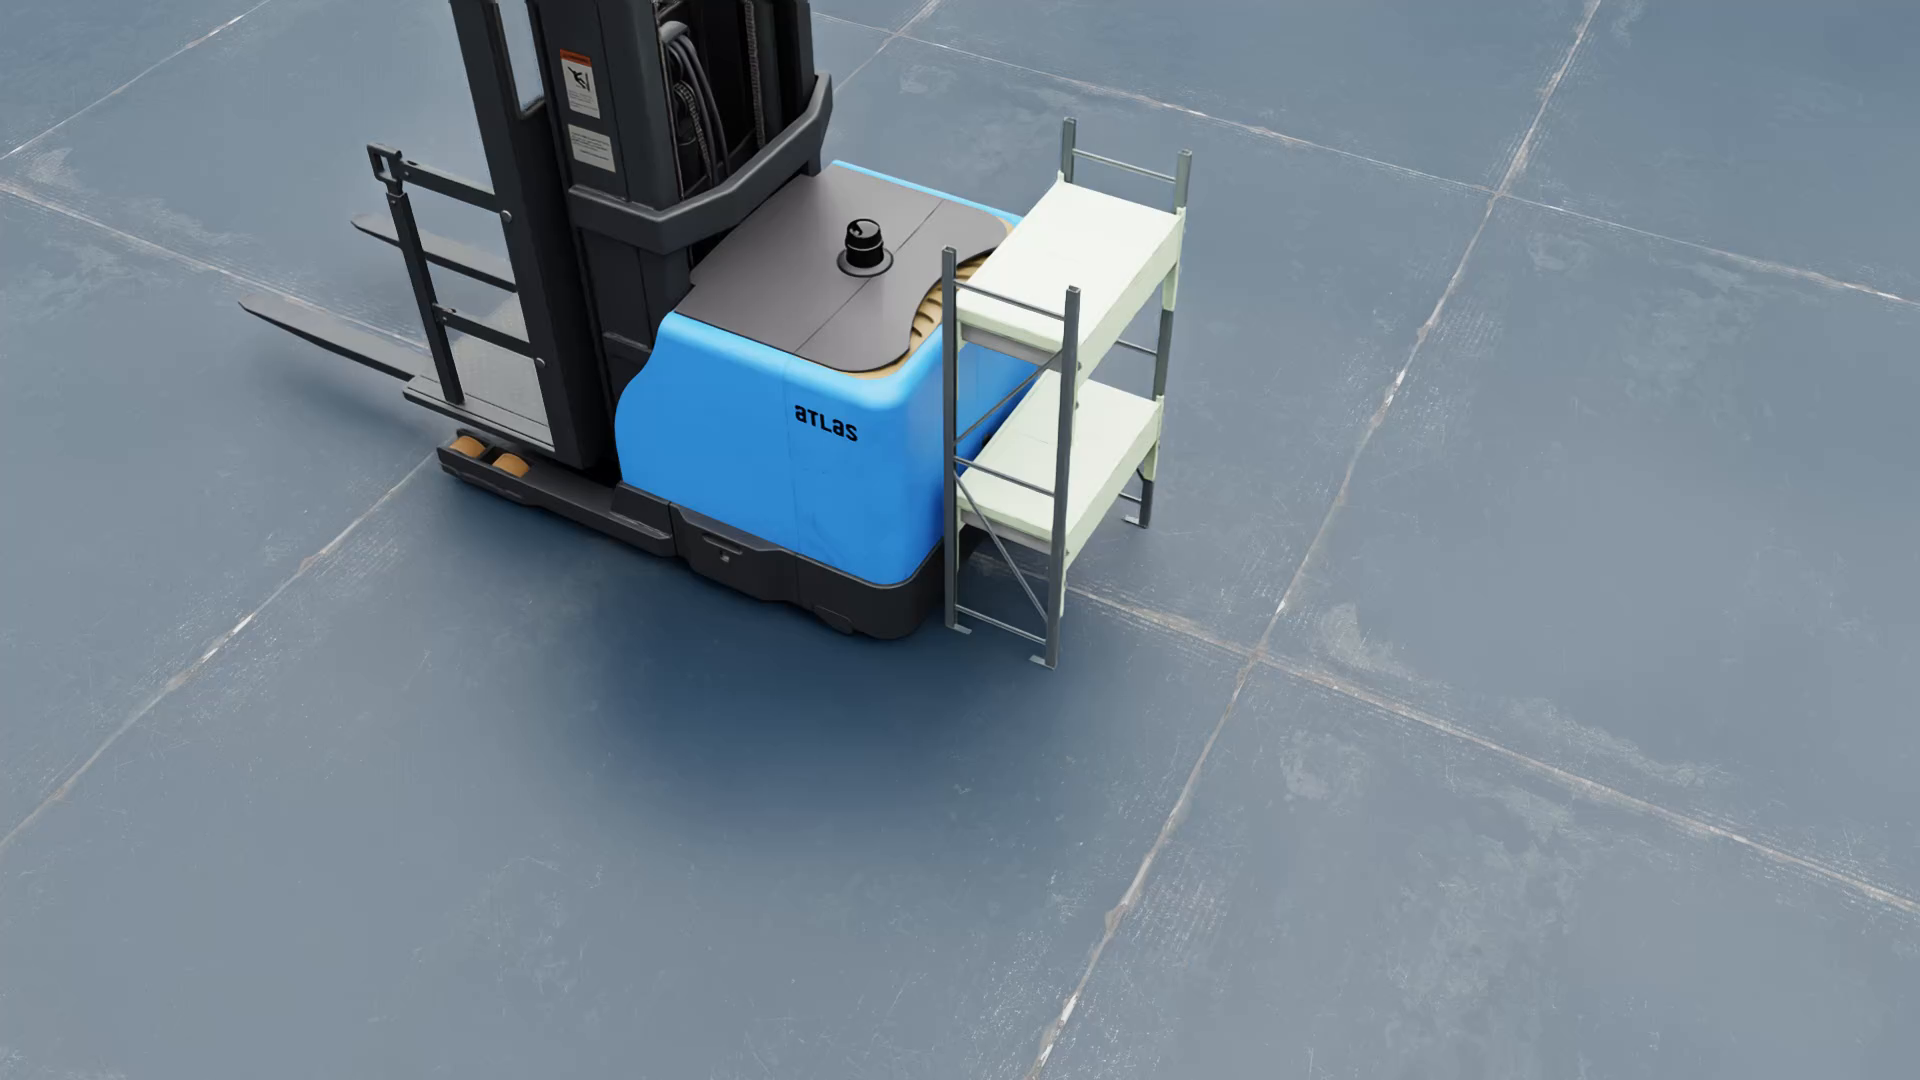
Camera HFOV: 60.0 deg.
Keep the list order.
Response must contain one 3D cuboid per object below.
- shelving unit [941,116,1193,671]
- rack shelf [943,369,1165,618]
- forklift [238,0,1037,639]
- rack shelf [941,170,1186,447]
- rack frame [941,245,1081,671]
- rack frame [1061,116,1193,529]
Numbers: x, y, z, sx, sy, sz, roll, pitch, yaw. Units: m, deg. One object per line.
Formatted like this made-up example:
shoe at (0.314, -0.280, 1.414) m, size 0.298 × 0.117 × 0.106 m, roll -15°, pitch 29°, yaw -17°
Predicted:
shelving unit at (0.307, -0.411, 5.101) m, size 0.431 × 1.500 × 0.755 m, roll 21°, pitch 49°, yaw 20°
rack shelf at (0.307, -0.182, 5.333) m, size 0.431 × 0.370 × 0.720 m, roll 21°, pitch 49°, yaw 20°
forklift at (-1.267, -1.477, 5.149) m, size 3.031 × 2.935 × 1.130 m, roll 21°, pitch 49°, yaw 20°
rack shelf at (0.307, -0.685, 4.824) m, size 0.431 × 0.370 × 0.720 m, roll 21°, pitch 49°, yaw 20°
rack frame at (0.131, -0.182, 4.876) m, size 0.400 × 1.500 × 0.023 m, roll 21°, pitch 49°, yaw 20°
rack frame at (0.482, -0.639, 5.327) m, size 0.400 × 1.500 × 0.023 m, roll 21°, pitch 49°, yaw 20°
